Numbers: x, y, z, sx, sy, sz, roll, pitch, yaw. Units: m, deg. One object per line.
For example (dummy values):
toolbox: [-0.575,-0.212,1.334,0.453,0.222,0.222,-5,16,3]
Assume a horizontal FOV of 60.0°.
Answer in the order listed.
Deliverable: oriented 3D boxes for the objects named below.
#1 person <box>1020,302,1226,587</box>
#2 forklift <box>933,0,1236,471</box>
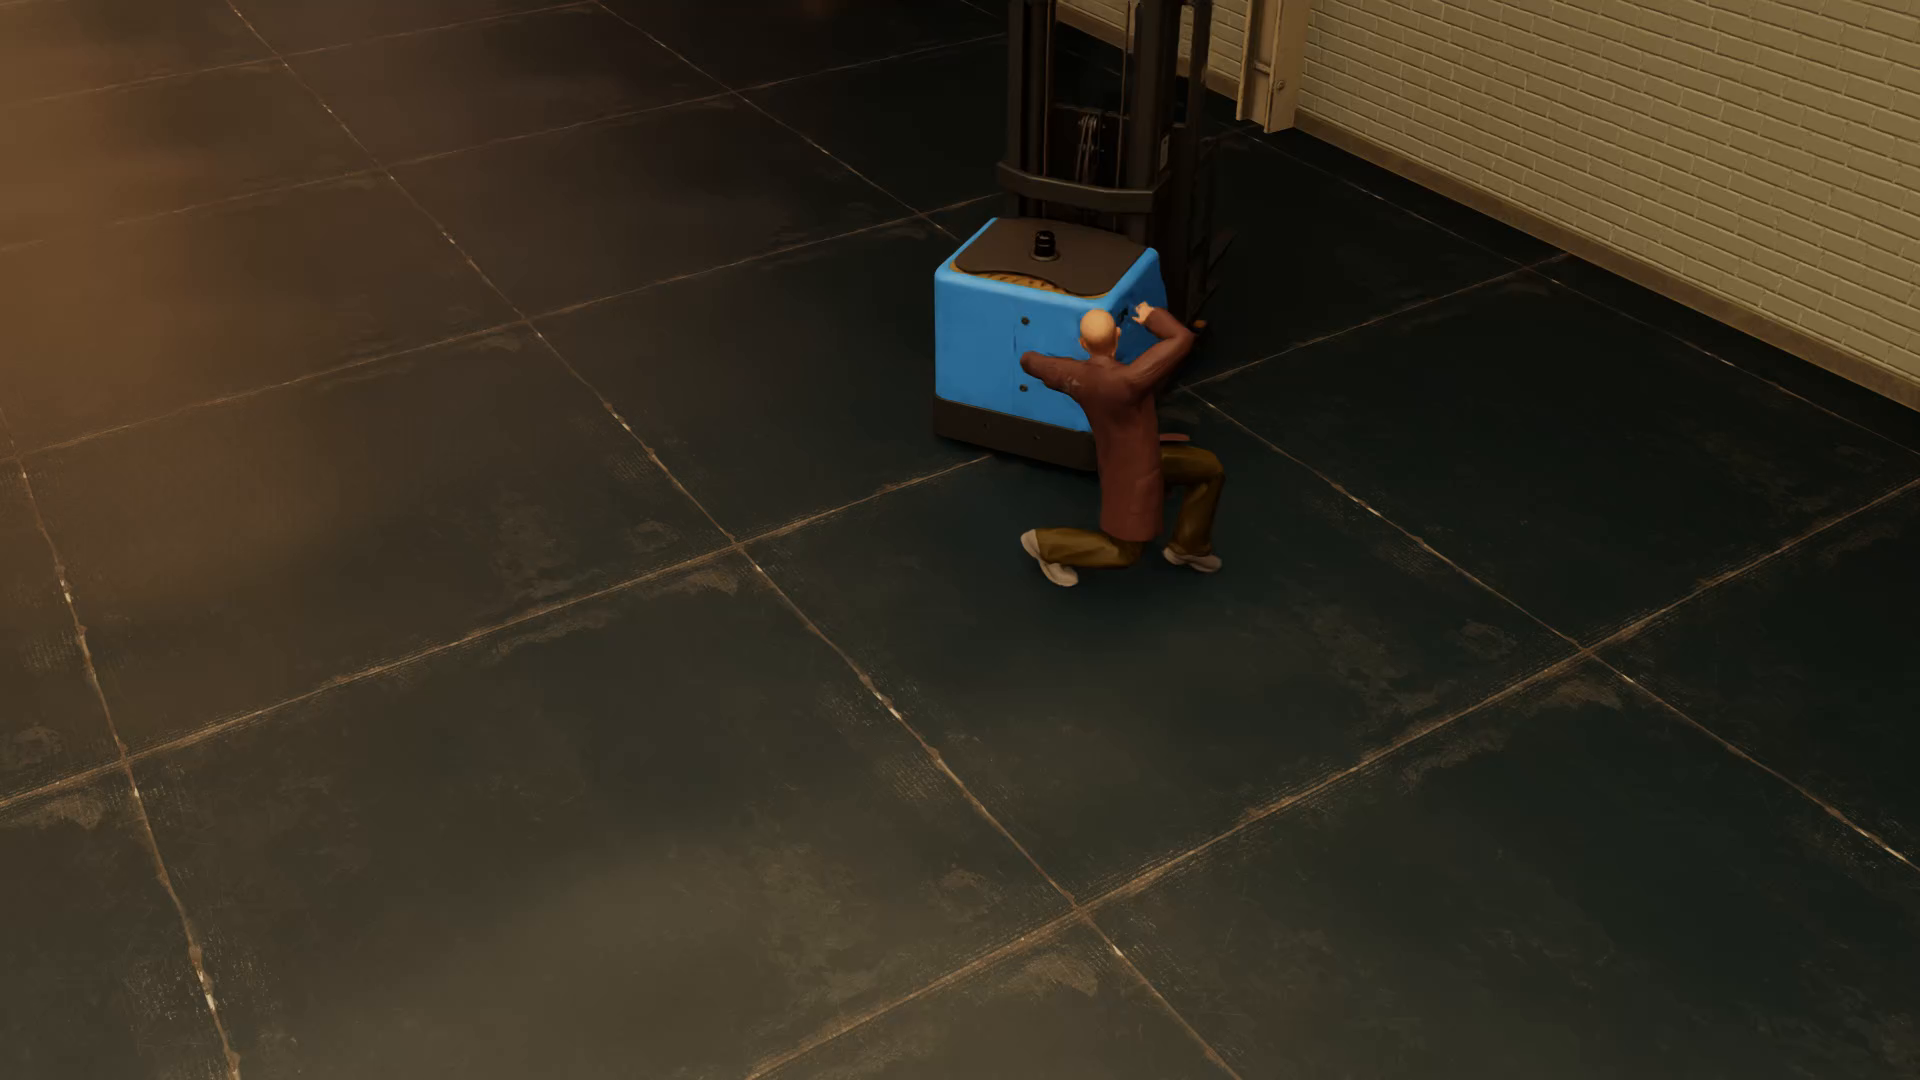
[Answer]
person: [0.807,-0.549,8.215,1.030,1.473,1.044,-4,35,-5]
forklift: [0.929,-2.411,9.580,1.130,2.935,3.031,15,38,20]
